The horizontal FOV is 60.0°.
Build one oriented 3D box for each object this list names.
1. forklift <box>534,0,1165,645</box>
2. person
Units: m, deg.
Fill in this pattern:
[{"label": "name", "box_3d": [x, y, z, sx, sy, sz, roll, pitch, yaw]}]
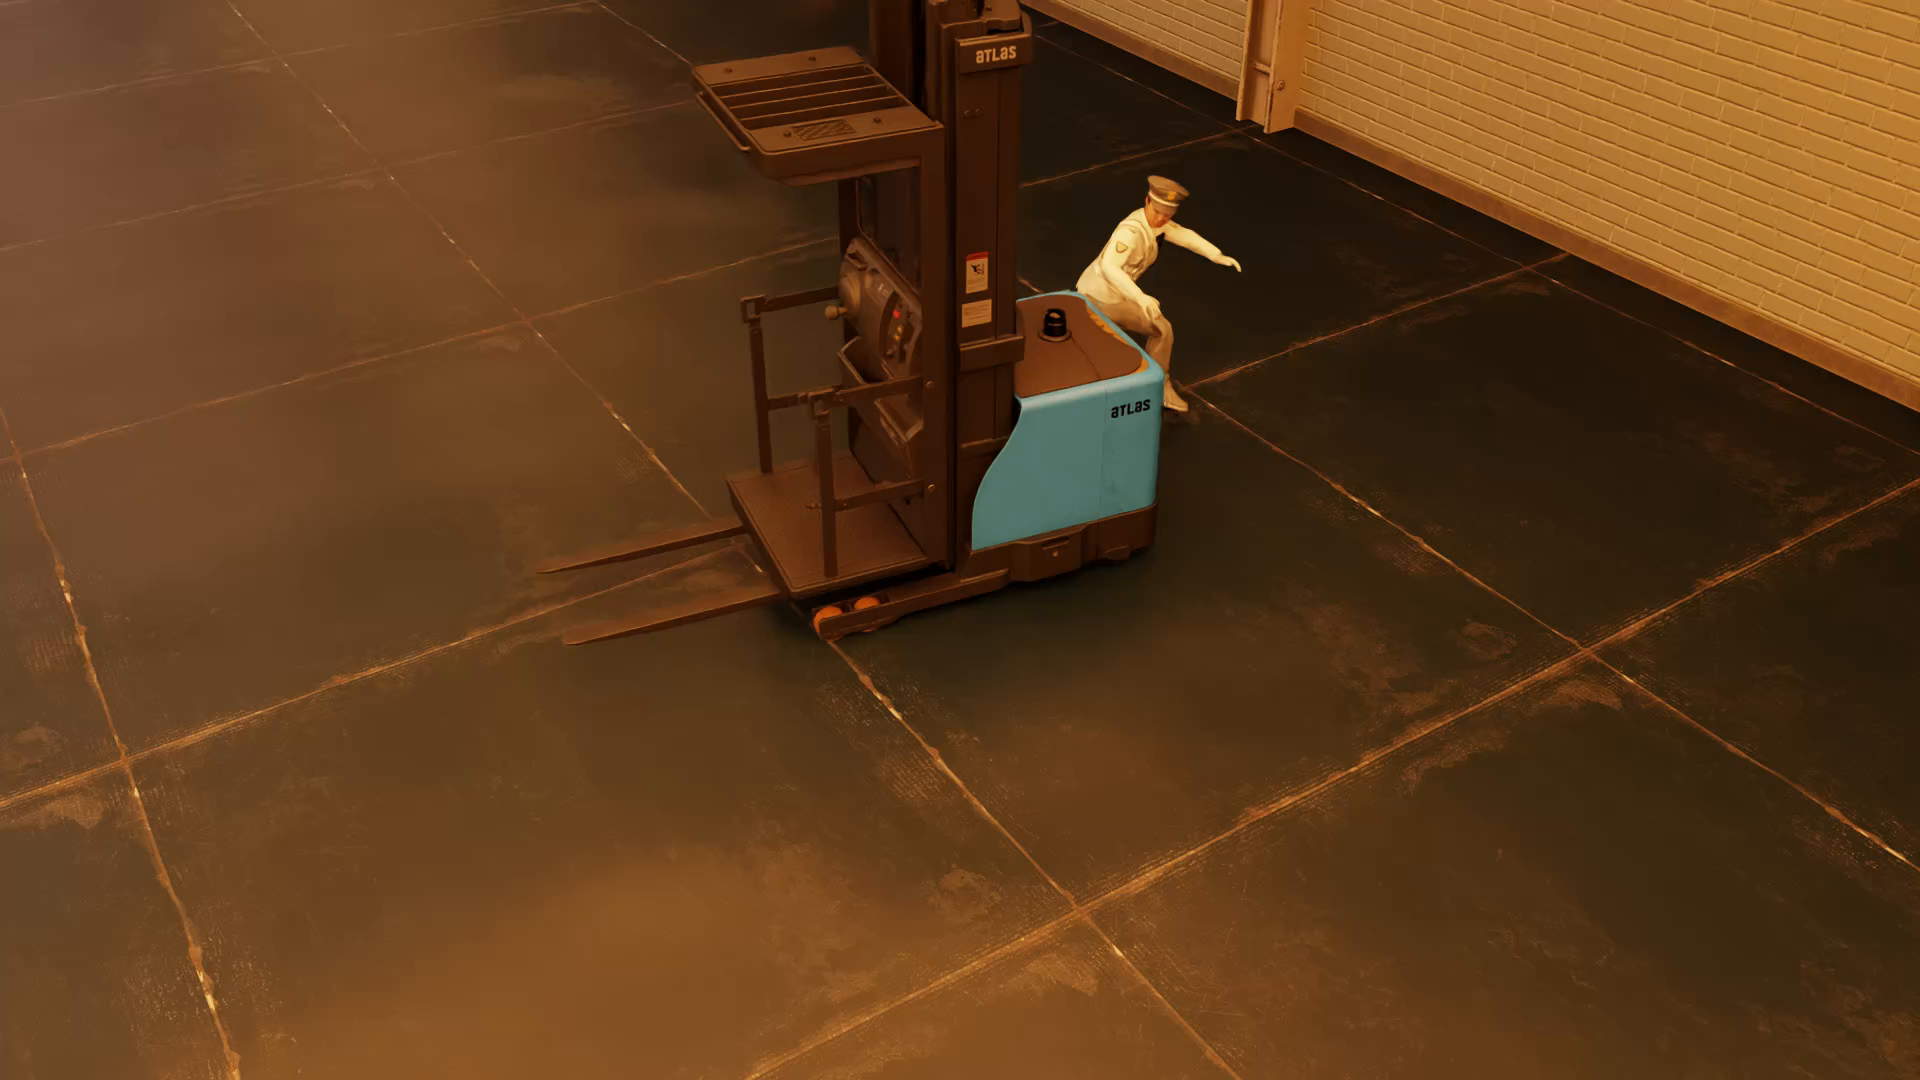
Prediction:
[{"label": "forklift", "box_3d": [-0.559, -1.058, 7.654, 3.031, 2.935, 1.130, -14, 37, -19]}, {"label": "person", "box_3d": [1.078, -1.270, 9.262, 0.976, 1.461, 0.885, -1, 35, -1]}]
